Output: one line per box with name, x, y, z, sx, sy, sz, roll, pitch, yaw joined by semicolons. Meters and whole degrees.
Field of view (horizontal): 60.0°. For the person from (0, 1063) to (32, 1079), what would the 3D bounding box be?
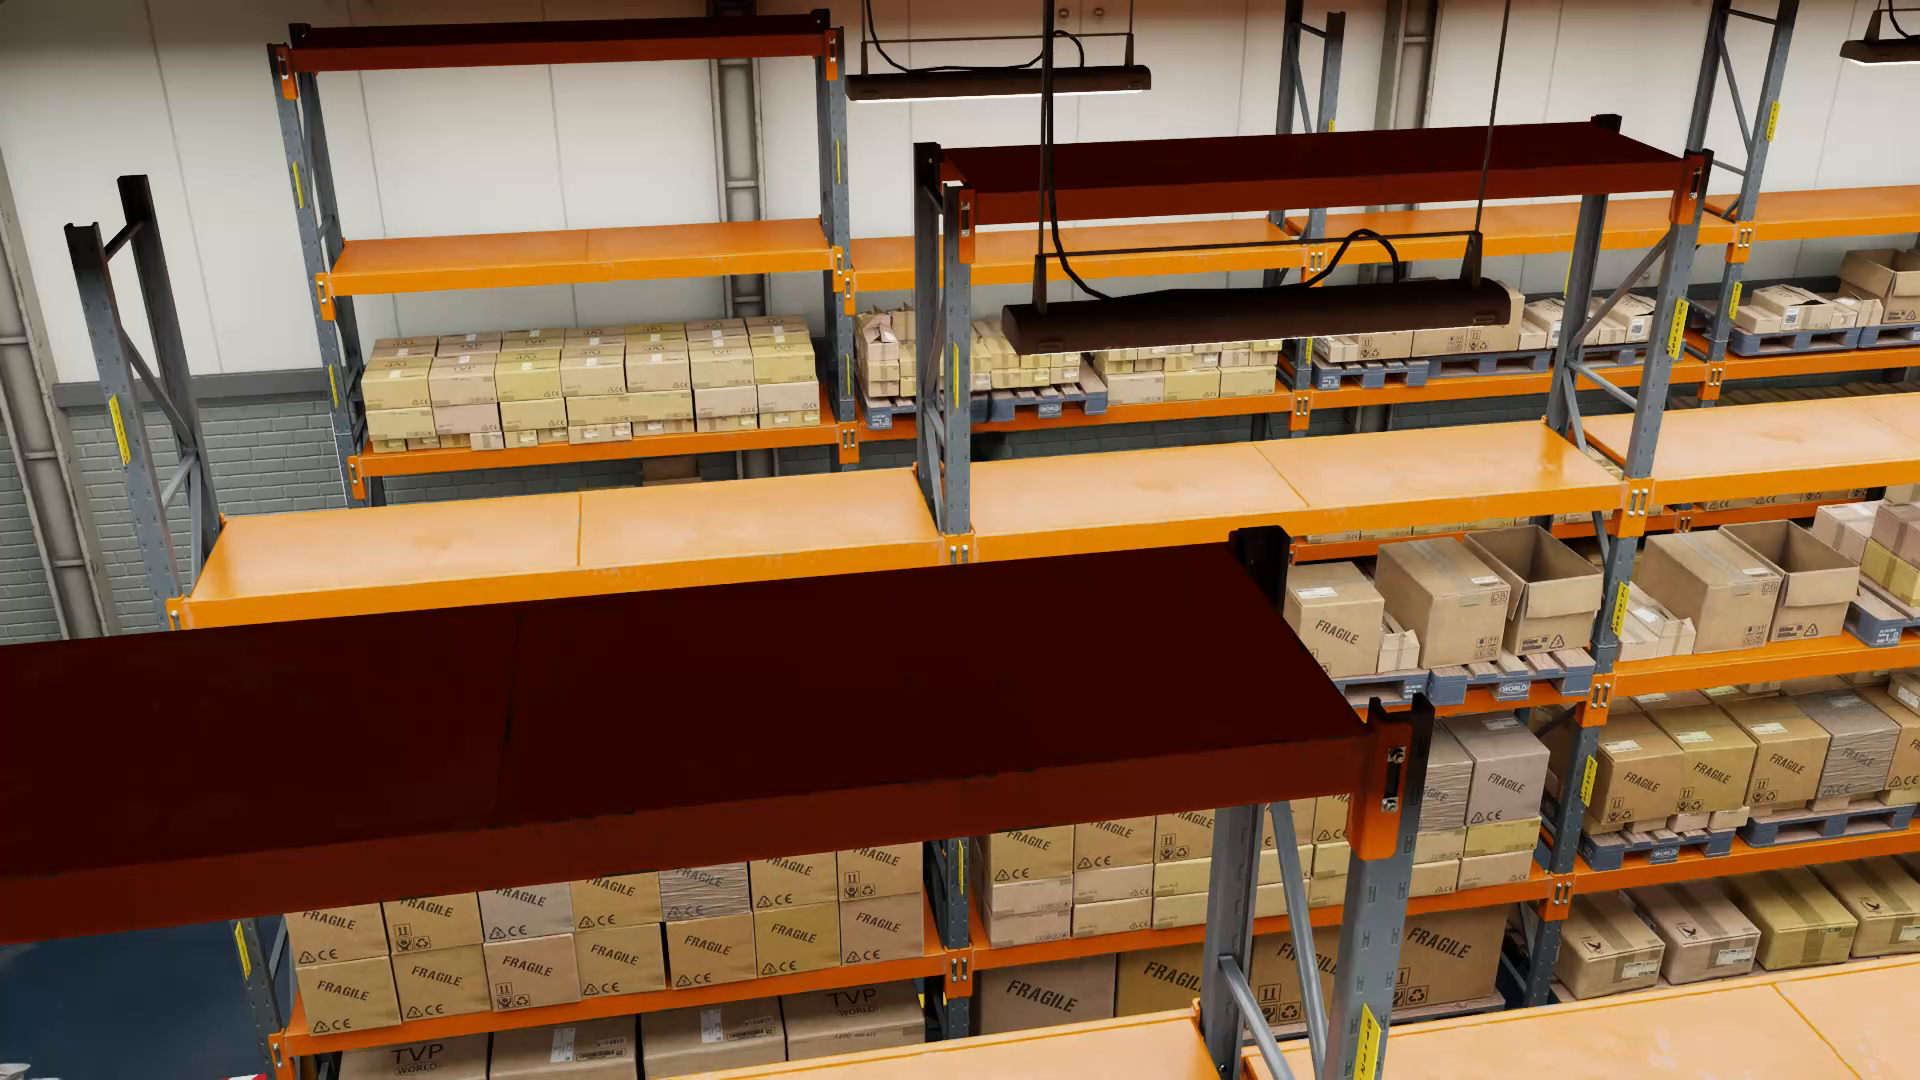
person;-5.021;3.500;9.071;0.680;1.781;0.715;-3;26;-7
